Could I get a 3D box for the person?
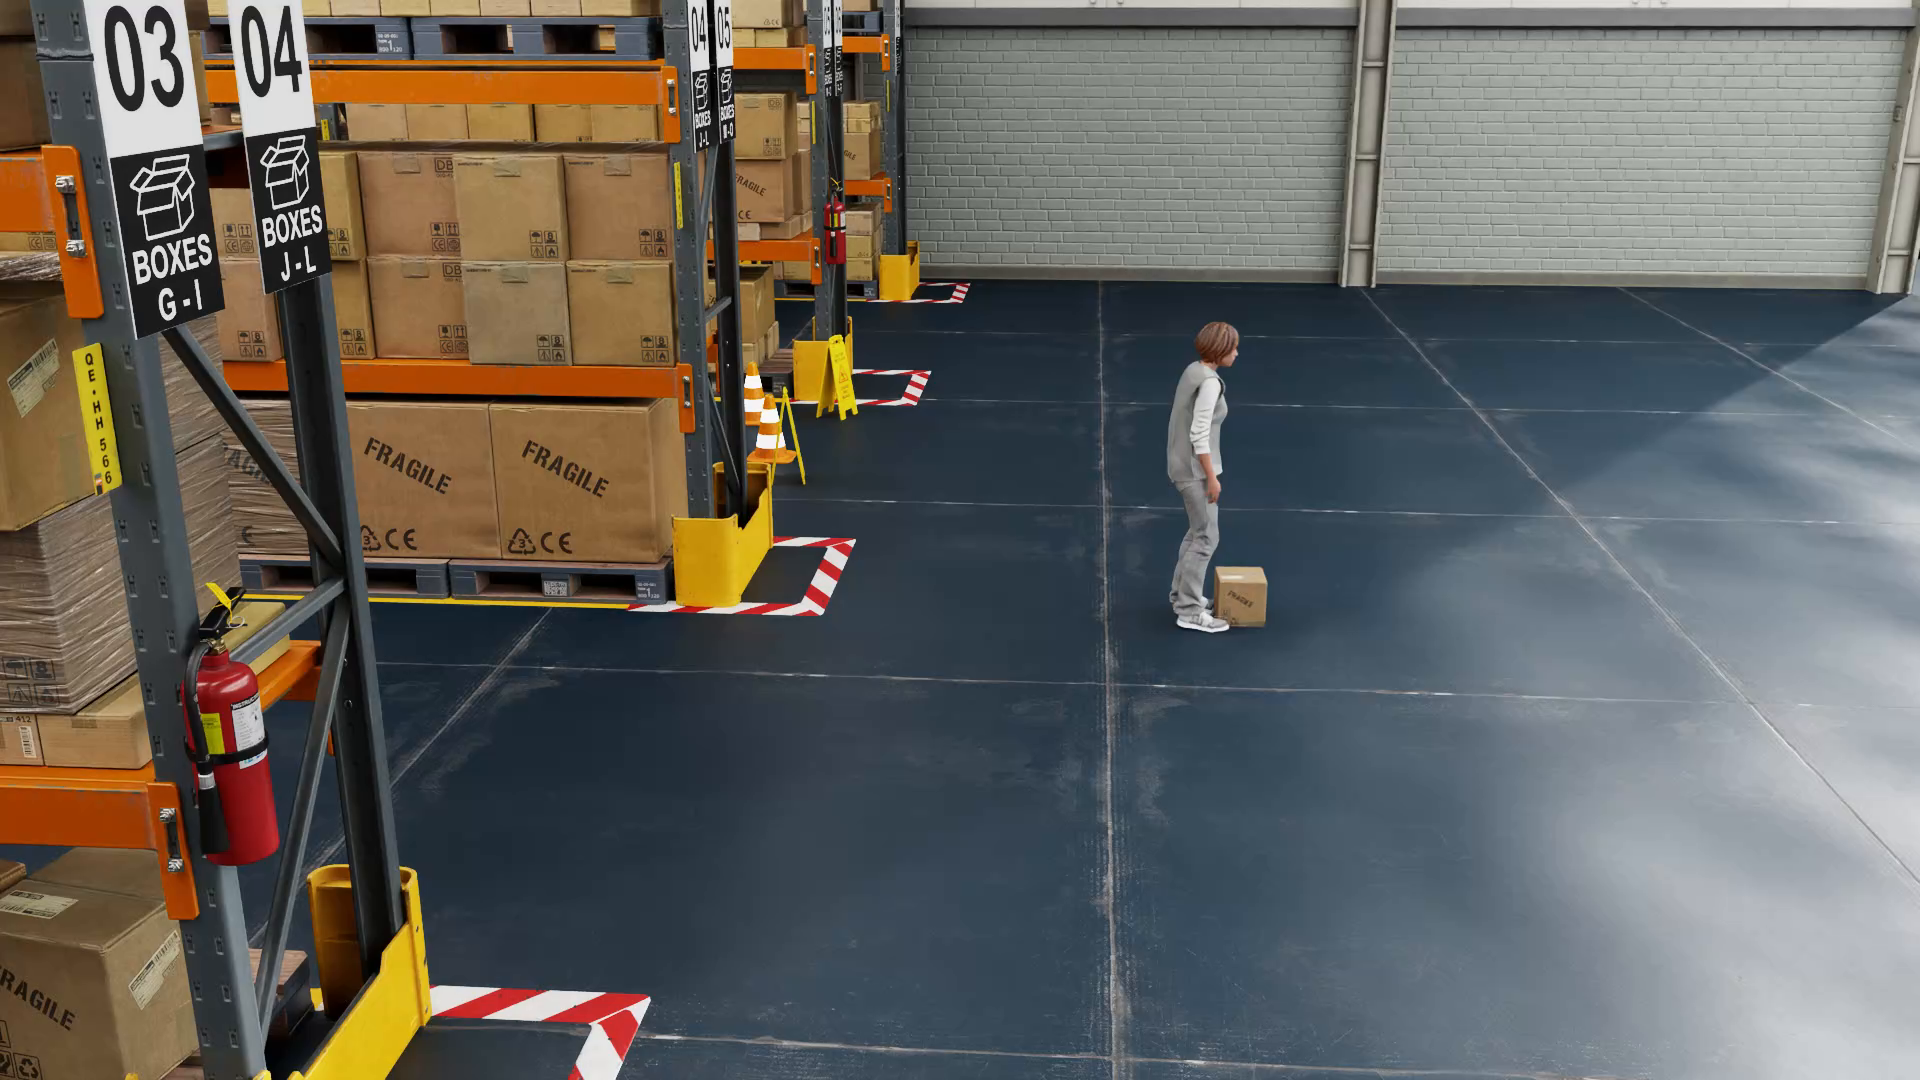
[{"bbox_3d":[1.245,-0.339,8.628,0.339,1.592,0.462,1,18,2],"label":"person"}]
